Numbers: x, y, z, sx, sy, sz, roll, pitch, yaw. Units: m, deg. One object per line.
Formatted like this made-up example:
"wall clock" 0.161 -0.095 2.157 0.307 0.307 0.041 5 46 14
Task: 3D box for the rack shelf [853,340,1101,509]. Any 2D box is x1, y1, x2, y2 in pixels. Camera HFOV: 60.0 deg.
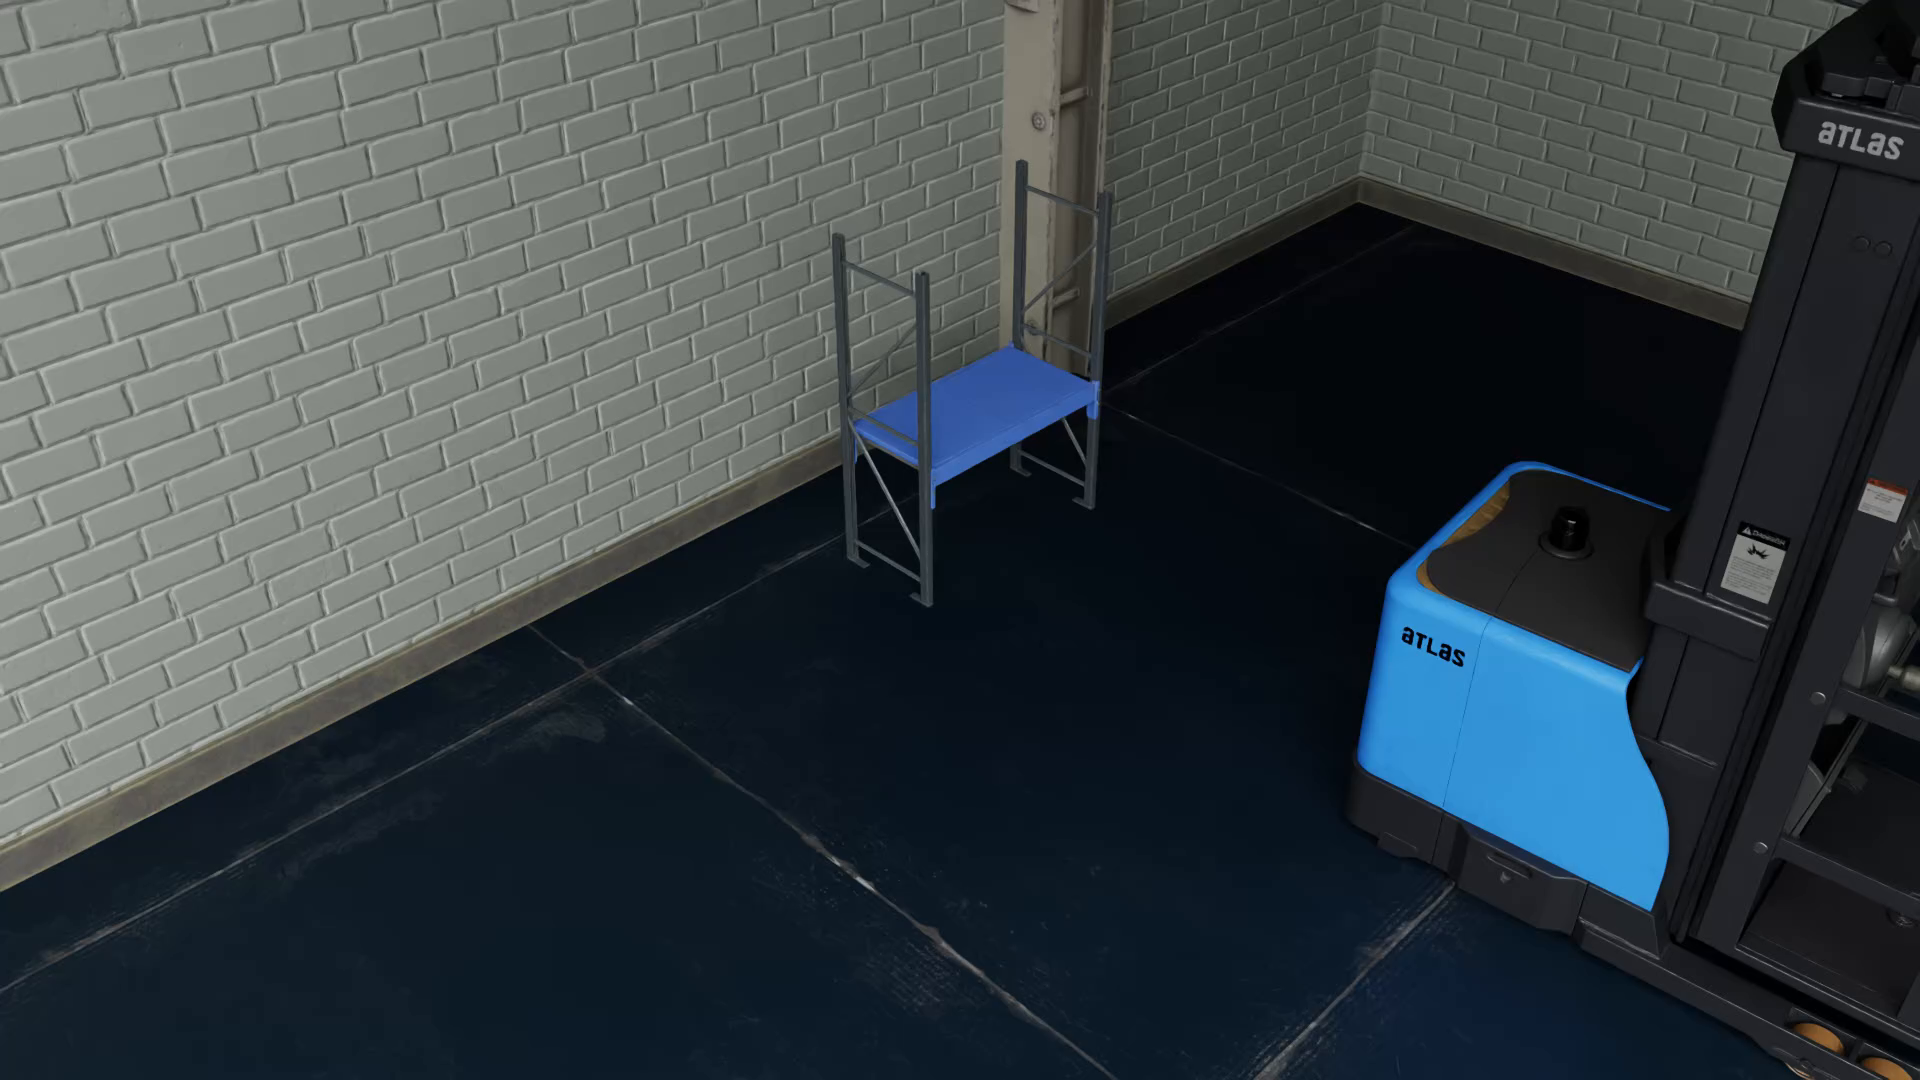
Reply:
"rack shelf" 0.060 -0.502 6.974 0.538 0.185 1.000 30 45 35

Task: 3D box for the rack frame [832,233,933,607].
"rack frame" -0.298 -0.443 6.575 0.500 1.500 0.032 30 45 35

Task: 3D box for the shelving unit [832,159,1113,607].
"shelving unit" 0.060 -0.650 6.871 0.538 1.500 1.048 30 45 35

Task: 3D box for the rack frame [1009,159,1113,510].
"rack frame" 0.418 -0.856 7.167 0.500 1.500 0.032 30 45 35

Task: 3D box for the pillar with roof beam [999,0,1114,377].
"pillar with roof beam" 3.494 -2.785 3.376 9.100 9.000 0.400 30 45 35

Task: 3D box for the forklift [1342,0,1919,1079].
"forklift" 2.784 0.131 4.500 3.031 2.935 1.130 26 42 32
